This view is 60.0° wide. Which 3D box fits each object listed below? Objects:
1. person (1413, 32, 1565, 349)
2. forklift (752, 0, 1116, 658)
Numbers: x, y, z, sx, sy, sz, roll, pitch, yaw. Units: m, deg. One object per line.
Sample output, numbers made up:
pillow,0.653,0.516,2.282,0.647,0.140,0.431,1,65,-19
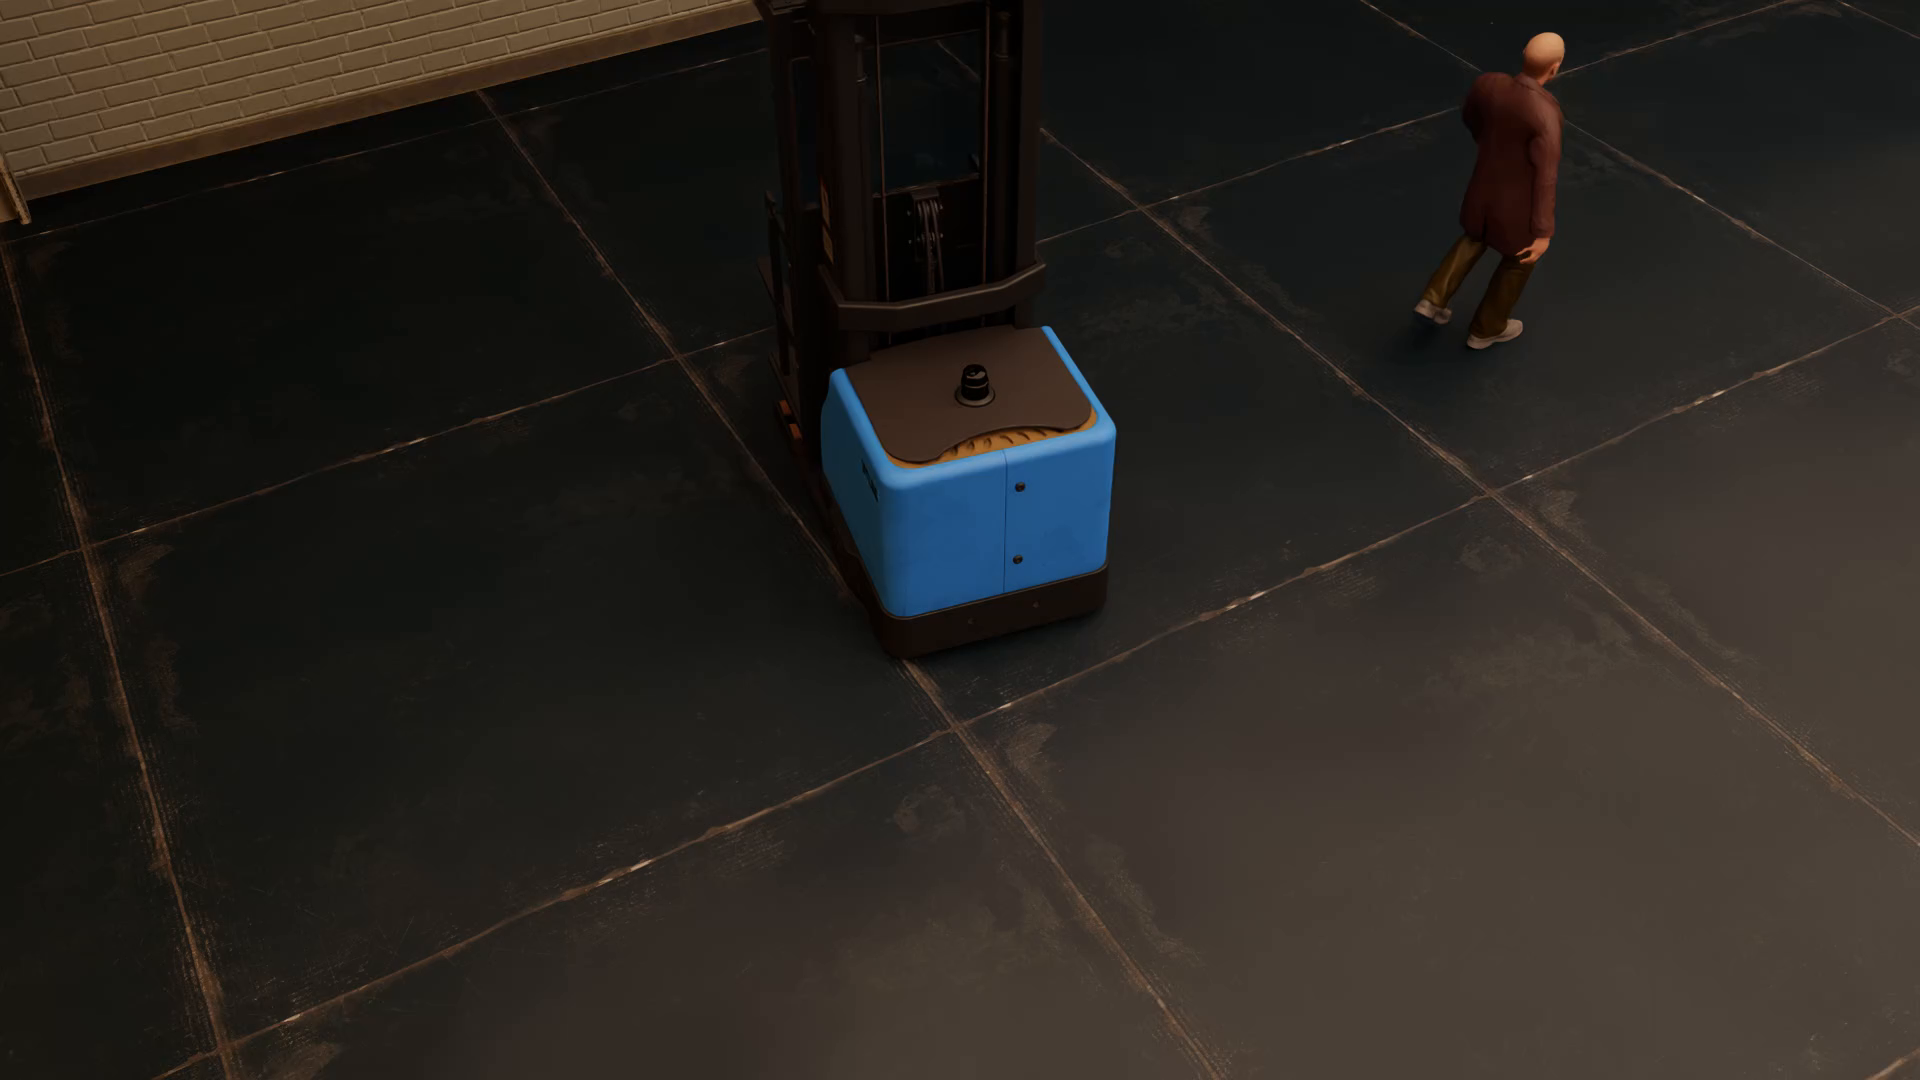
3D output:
person,2.750,-1.736,8.434,0.651,1.761,0.852,-24,48,-24
forklift,-0.307,-1.580,7.402,1.130,2.935,3.031,-13,44,-14
